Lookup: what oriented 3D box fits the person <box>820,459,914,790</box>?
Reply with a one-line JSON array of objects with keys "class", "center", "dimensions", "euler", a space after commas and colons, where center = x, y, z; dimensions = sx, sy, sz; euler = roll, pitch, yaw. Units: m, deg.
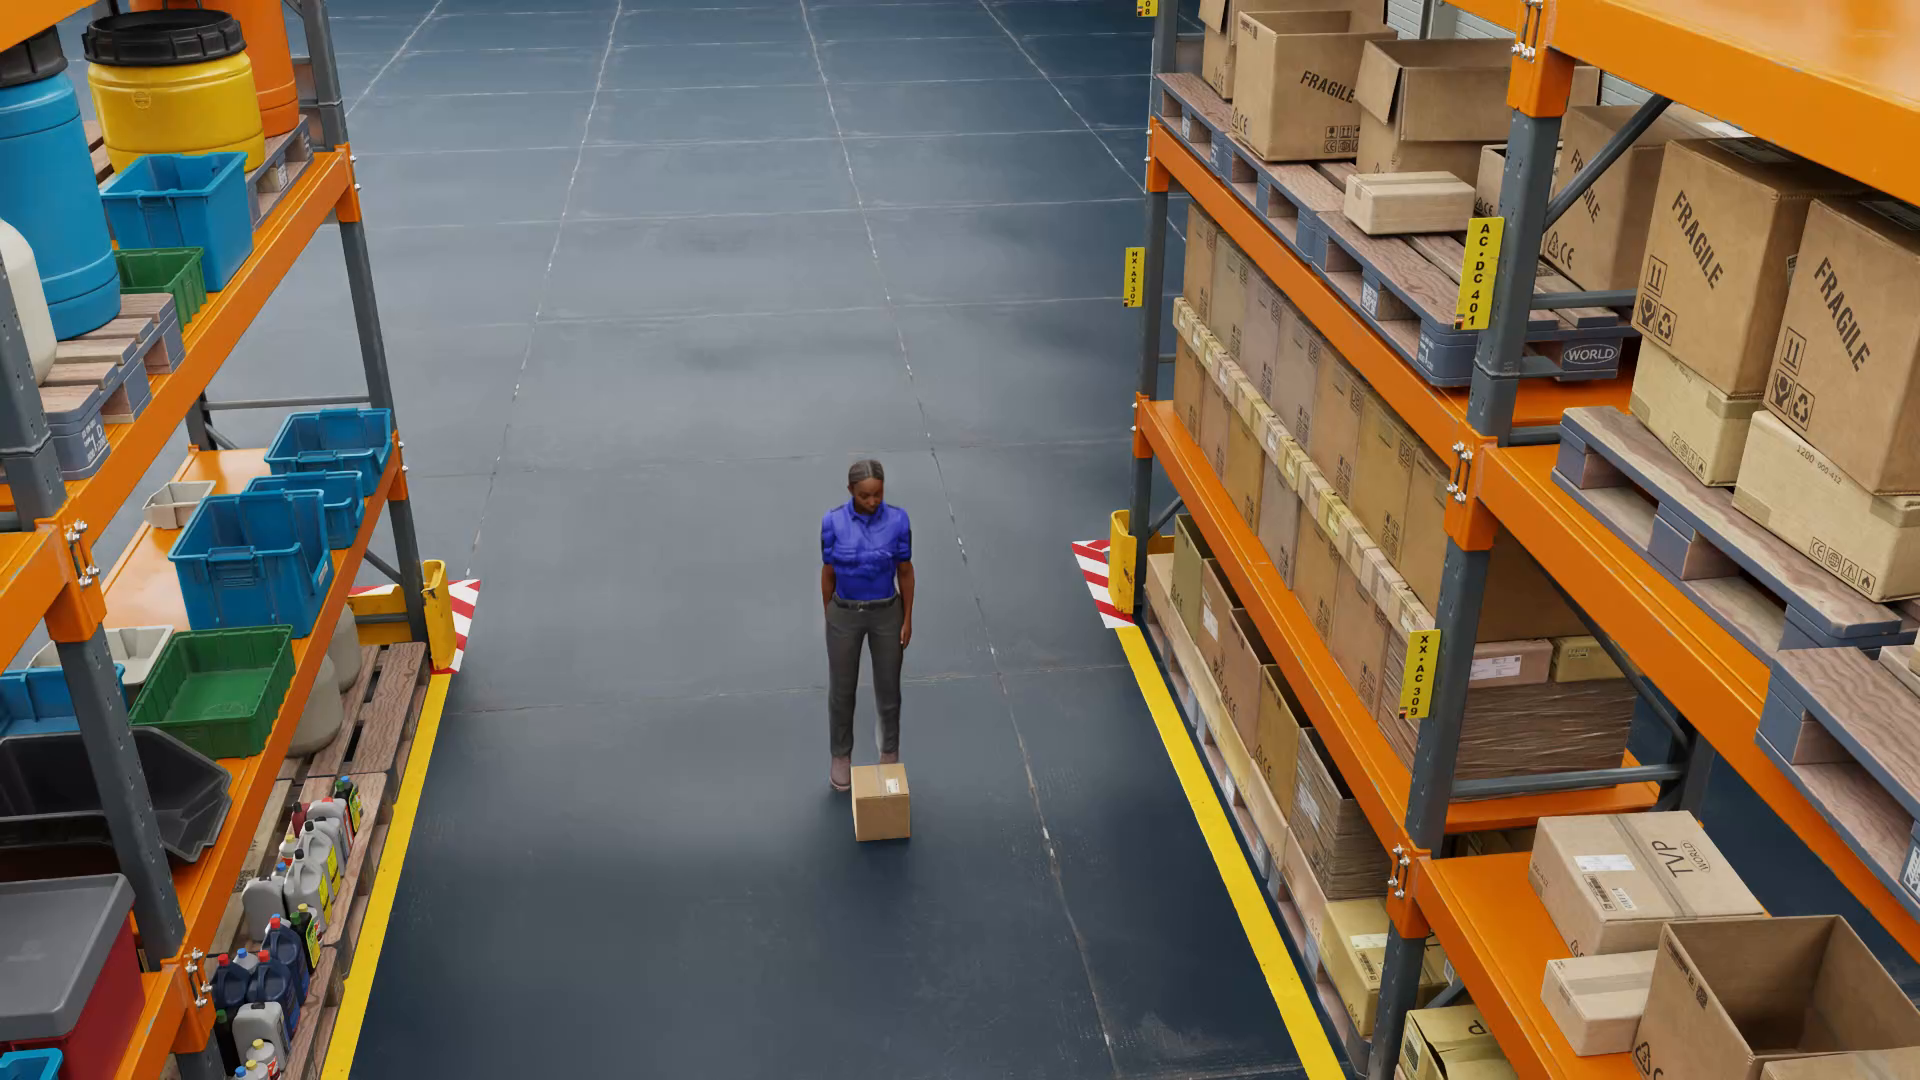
[{"class": "person", "center": [-0.430, 0.390, 7.864], "dimensions": [0.444, 1.670, 0.354], "euler": [-3, 28, -6]}]
